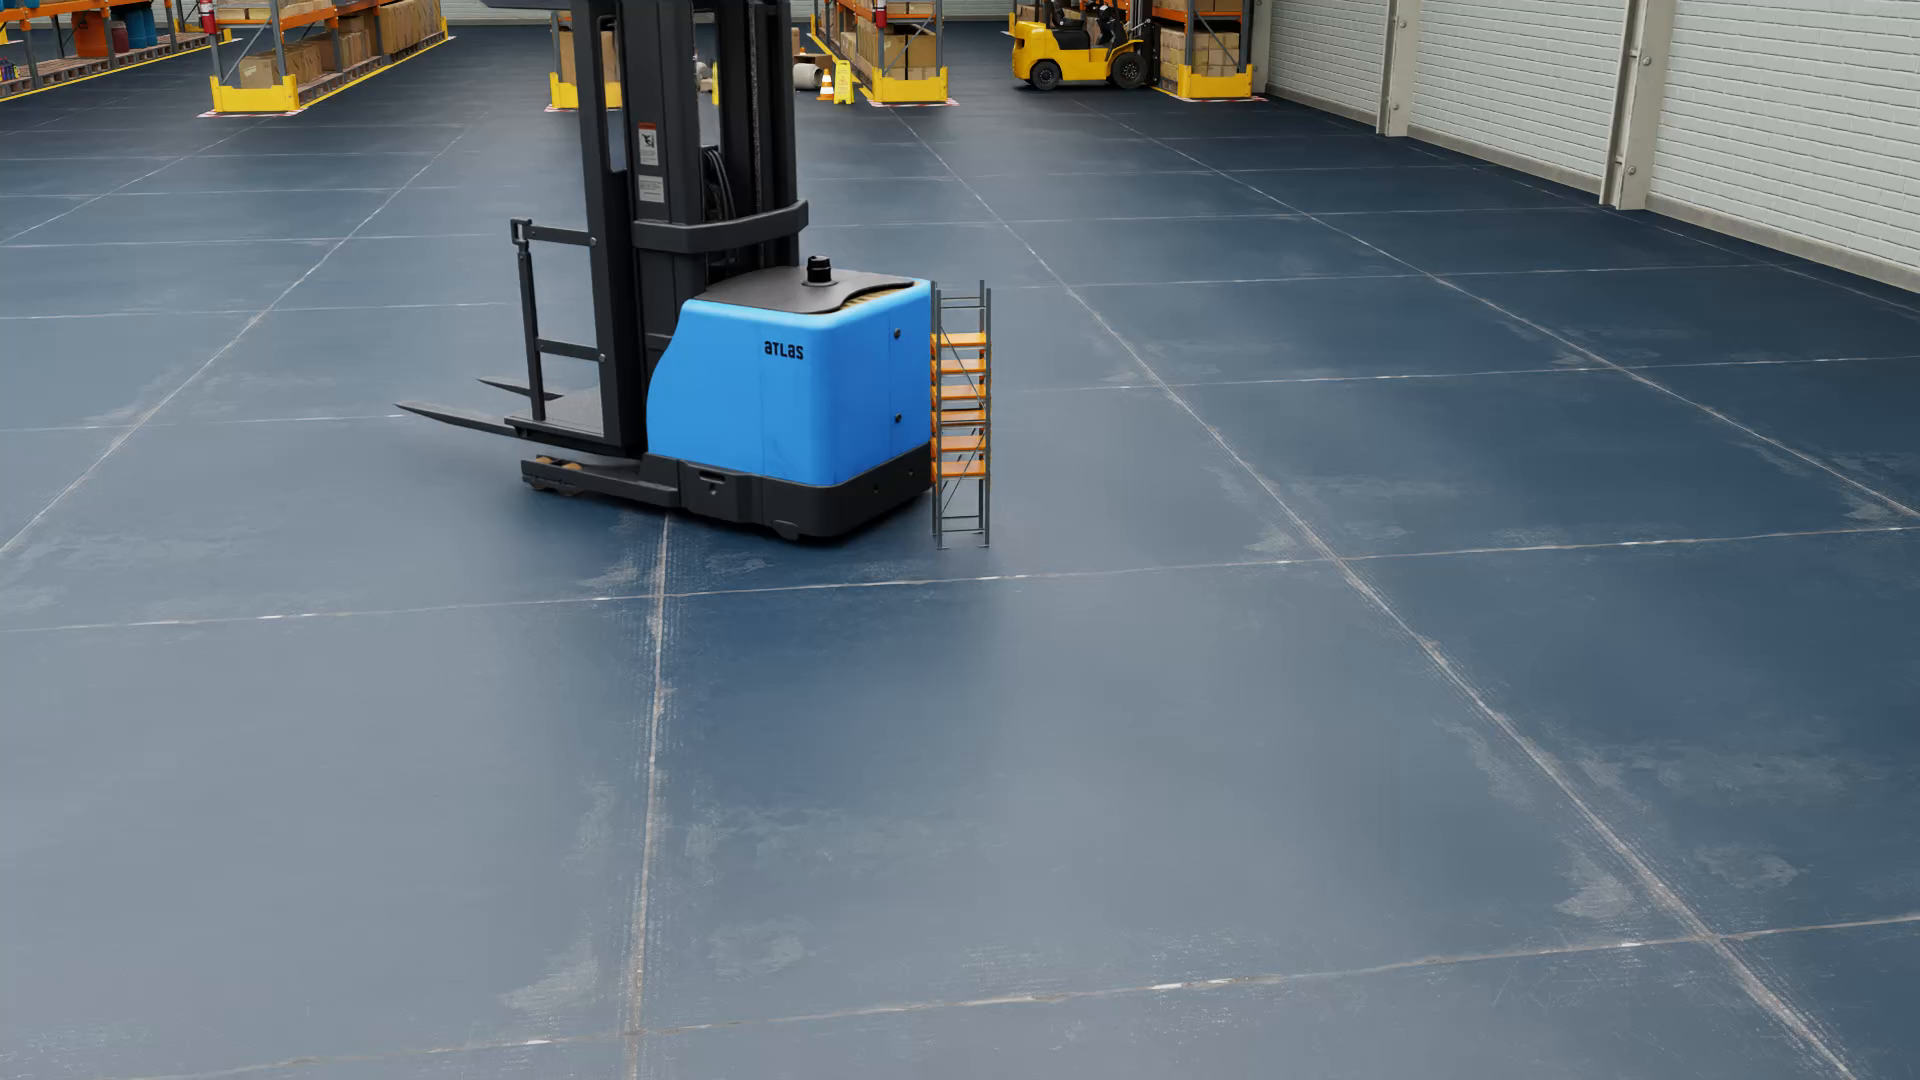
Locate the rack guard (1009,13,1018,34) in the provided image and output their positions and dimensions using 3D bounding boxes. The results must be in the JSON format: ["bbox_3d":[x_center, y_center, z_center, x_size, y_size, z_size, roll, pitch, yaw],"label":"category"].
[{"bbox_3d":[1.834,-12.965,41.714,1.175,0.500,0.348,-3,21,-8],"label":"rack guard"}]

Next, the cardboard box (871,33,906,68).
[{"bbox_3d":[-1.156,-7.895,26.826,0.500,0.500,0.500,-3,21,-7],"label":"cardboard box"}]

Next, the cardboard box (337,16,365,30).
[{"bbox_3d":[-11.616,-9.797,31.532,0.500,0.250,0.500,-2,21,-6],"label":"cardboard box"}]

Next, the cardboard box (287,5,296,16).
[{"bbox_3d":[-10.518,-8.211,25.774,0.380,0.149,0.250,-3,21,-8],"label":"cardboard box"}]

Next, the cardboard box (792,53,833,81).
[{"bbox_3d":[-2.551,-8.146,28.810,0.500,0.500,0.500,12,24,29],"label":"cardboard box"}]

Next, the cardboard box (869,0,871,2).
[{"bbox_3d":[-1.201,-8.905,26.703,0.500,0.500,0.500,-3,21,-8],"label":"cardboard box"}]

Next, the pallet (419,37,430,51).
[{"bbox_3d":[-12.351,-10.987,36.831,1.003,0.211,1.213,-3,21,-8],"label":"pallet"}]

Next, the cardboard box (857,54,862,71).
[{"bbox_3d":[-1.541,-8.447,29.374,0.500,0.250,0.500,-4,21,-10],"label":"cardboard box"}]

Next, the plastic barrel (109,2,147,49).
[{"bbox_3d":[-17.056,-10.555,34.089,0.600,0.901,0.708,-3,21,-8],"label":"plastic barrel"}]

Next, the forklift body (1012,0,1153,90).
[{"bbox_3d":[2.051,-8.790,28.175,2.313,2.155,1.214,-3,21,-8],"label":"forklift body"}]

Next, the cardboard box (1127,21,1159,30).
[{"bbox_3d":[3.312,-9.201,29.965,0.500,0.250,0.500,-3,21,-9],"label":"cardboard box"}]

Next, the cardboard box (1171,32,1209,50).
[{"bbox_3d":[3.754,-8.143,27.133,0.500,0.250,0.500,-2,21,-6],"label":"cardboard box"}]

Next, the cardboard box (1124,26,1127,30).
[{"bbox_3d":[3.466,-9.272,31.048,0.875,0.625,0.625,-2,21,-5],"label":"cardboard box"}]

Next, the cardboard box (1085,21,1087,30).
[{"bbox_3d":[2.702,-10.554,34.658,0.500,0.500,0.500,-2,21,-6],"label":"cardboard box"}]

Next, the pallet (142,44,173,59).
[{"bbox_3d":[-17.150,-10.201,34.726,1.003,0.211,1.213,-3,21,-8],"label":"pallet"}]

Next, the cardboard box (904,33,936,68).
[{"bbox_3d":[-0.629,-7.932,26.925,0.500,0.500,0.500,-4,21,-10],"label":"cardboard box"}]

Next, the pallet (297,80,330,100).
[{"bbox_3d":[-10.854,-7.296,26.948,1.003,0.211,1.213,-3,21,-8],"label":"pallet"}]

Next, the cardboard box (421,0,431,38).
[{"bbox_3d":[-12.464,-11.771,37.383,0.875,0.875,0.875,-3,21,-8],"label":"cardboard box"}]

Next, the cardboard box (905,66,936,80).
[{"bbox_3d":[-0.625,-7.573,27.034,0.500,0.250,0.500,-3,21,-8],"label":"cardboard box"}]

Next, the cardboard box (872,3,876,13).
[{"bbox_3d":[-1.194,-8.454,26.423,0.380,0.149,0.250,-3,21,-8],"label":"cardboard box"}]

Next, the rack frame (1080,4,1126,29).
[{"bbox_3d":[2.976,-11.392,33.931,1.000,3.000,0.127,-3,21,-8],"label":"rack frame"}]

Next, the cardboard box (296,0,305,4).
[{"bbox_3d":[-10.921,-8.765,26.329,0.875,0.500,0.500,-3,21,-8],"label":"cardboard box"}]

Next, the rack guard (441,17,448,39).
[{"bbox_3d":[-12.898,-12.248,39.795,1.175,0.500,0.348,-3,21,-8],"label":"rack guard"}]

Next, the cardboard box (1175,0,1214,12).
[{"bbox_3d":[3.798,-8.827,26.919,0.500,0.500,0.500,-3,21,-9],"label":"cardboard box"}]

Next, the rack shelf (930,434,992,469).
[{"bbox_3d":[0.002,-0.403,7.550,0.258,0.103,0.180,-3,21,-8],"label":"rack shelf"}]

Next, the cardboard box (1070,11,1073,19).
[{"bbox_3d":[2.560,-11.247,35.586,0.380,0.149,0.250,-3,21,-9],"label":"cardboard box"}]

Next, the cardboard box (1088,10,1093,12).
[{"bbox_3d":[2.970,-11.363,35.899,0.380,0.149,0.250,-3,21,-7],"label":"cardboard box"}]

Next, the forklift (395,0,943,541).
[{"bbox_3d":[-1.614,-1.733,8.168,3.031,2.935,1.130,12,24,29],"label":"forklift"}]

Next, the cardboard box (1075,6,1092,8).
[{"bbox_3d":[2.781,-11.903,37.344,0.380,0.149,0.250,-3,21,-8],"label":"cardboard box"}]

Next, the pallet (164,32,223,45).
[{"bbox_3d":[-17.716,-11.567,38.385,1.003,0.211,1.213,-3,21,-8],"label":"pallet"}]

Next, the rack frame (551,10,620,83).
[{"bbox_3d":[-5.666,-8.086,25.080,1.000,3.000,0.127,-3,21,-8],"label":"rack frame"}]

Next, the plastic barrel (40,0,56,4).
[{"bbox_3d":[-16.093,-9.666,29.115,0.433,0.535,0.433,0,20,0],"label":"plastic barrel"}]

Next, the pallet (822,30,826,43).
[{"bbox_3d":[-2.723,-11.910,39.303,1.003,0.211,1.213,-3,21,-8],"label":"pallet"}]

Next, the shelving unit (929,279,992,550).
[{"bbox_3d":[0.002,-0.557,7.493,0.258,1.200,0.189,-3,21,-8],"label":"shelving unit"}]

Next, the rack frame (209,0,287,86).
[{"bbox_3d":[-10.589,-7.871,24.503,1.000,3.000,0.127,-3,21,-8],"label":"rack frame"}]

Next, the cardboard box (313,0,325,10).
[{"bbox_3d":[-10.694,-8.821,27.406,0.380,0.149,0.250,-3,21,-8],"label":"cardboard box"}]

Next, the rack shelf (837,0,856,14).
[{"bbox_3d":[-1.647,-10.111,31.530,1.077,0.370,4.000,-3,21,-8],"label":"rack shelf"}]

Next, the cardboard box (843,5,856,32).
[{"bbox_3d":[-1.953,-10.586,34.207,0.875,0.875,0.875,-3,21,-8],"label":"cardboard box"}]

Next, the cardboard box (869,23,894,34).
[{"bbox_3d":[-1.275,-8.323,27.043,0.380,0.149,0.250,-2,21,-6],"label":"cardboard box"}]

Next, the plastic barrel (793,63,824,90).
[{"bbox_3d":[-2.578,-7.803,28.003,0.512,0.421,0.421,12,24,30],"label":"plastic barrel"}]

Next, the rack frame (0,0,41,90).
[{"bbox_3d":[-16.066,-9.006,27.543,1.000,3.000,0.127,-3,21,-8],"label":"rack frame"}]

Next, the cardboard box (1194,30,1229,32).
[{"bbox_3d":[4.172,-8.348,27.682,0.500,0.250,0.500,-3,21,-8],"label":"cardboard box"}]

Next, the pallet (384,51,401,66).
[{"bbox_3d":[-11.781,-9.611,33.148,1.003,0.211,1.213,-3,21,-8],"label":"pallet"}]

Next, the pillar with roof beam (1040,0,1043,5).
[{"bbox_3d":[-1.934,-17.735,42.338,9.100,9.000,0.400,-3,21,-8],"label":"pillar with roof beam"}]

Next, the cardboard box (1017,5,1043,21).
[{"bbox_3d":[1.817,-12.973,41.131,0.797,0.503,0.637,-4,21,-10],"label":"cardboard box"}]

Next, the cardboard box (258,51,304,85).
[{"bbox_3d":[-10.854,-7.537,26.581,0.500,0.500,0.500,-1,21,-3],"label":"cardboard box"}]

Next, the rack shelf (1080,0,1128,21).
[{"bbox_3d":[3.264,-10.363,32.203,1.077,0.370,4.000,-3,21,-8],"label":"rack shelf"}]

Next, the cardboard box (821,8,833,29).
[{"bbox_3d":[-2.894,-12.684,40.450,0.875,0.438,0.875,-4,21,-10],"label":"cardboard box"}]

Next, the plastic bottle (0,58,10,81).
[{"bbox_3d":[-15.661,-7.697,27.193,0.144,0.351,0.185,-4,21,-10],"label":"plastic bottle"}]

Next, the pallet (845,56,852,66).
[{"bbox_3d":[-1.652,-9.142,31.893,1.003,0.211,1.213,-3,21,-8],"label":"pallet"}]

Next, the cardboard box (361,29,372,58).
[{"bbox_3d":[-11.625,-9.445,31.661,0.700,0.500,0.500,-4,21,-11],"label":"cardboard box"}]
